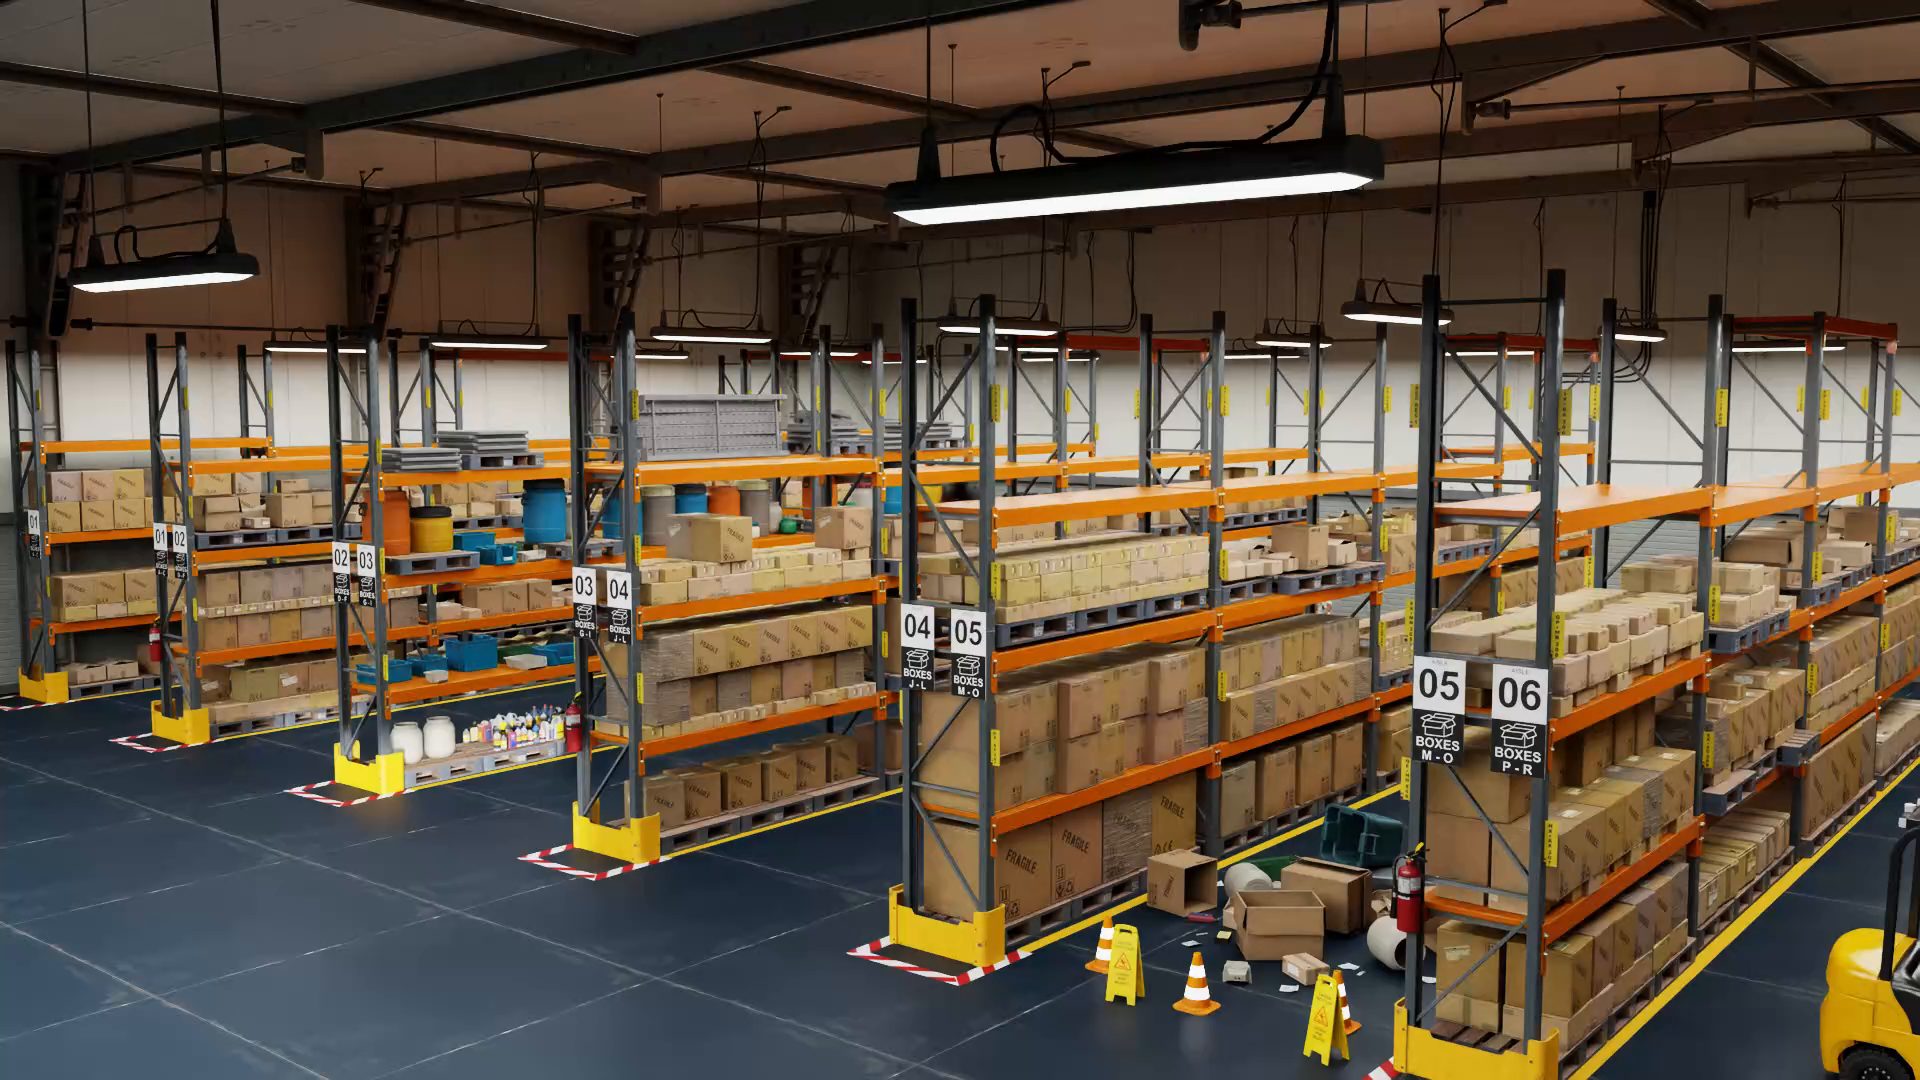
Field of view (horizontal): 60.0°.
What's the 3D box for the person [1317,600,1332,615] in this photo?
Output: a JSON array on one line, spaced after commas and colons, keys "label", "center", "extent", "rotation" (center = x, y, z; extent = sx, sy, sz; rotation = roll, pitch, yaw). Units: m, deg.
[{"label": "person", "center": [6.735, 1.535, 31.639], "extent": [0.725, 1.658, 0.504], "rotation": [-4, 7, -40]}]
